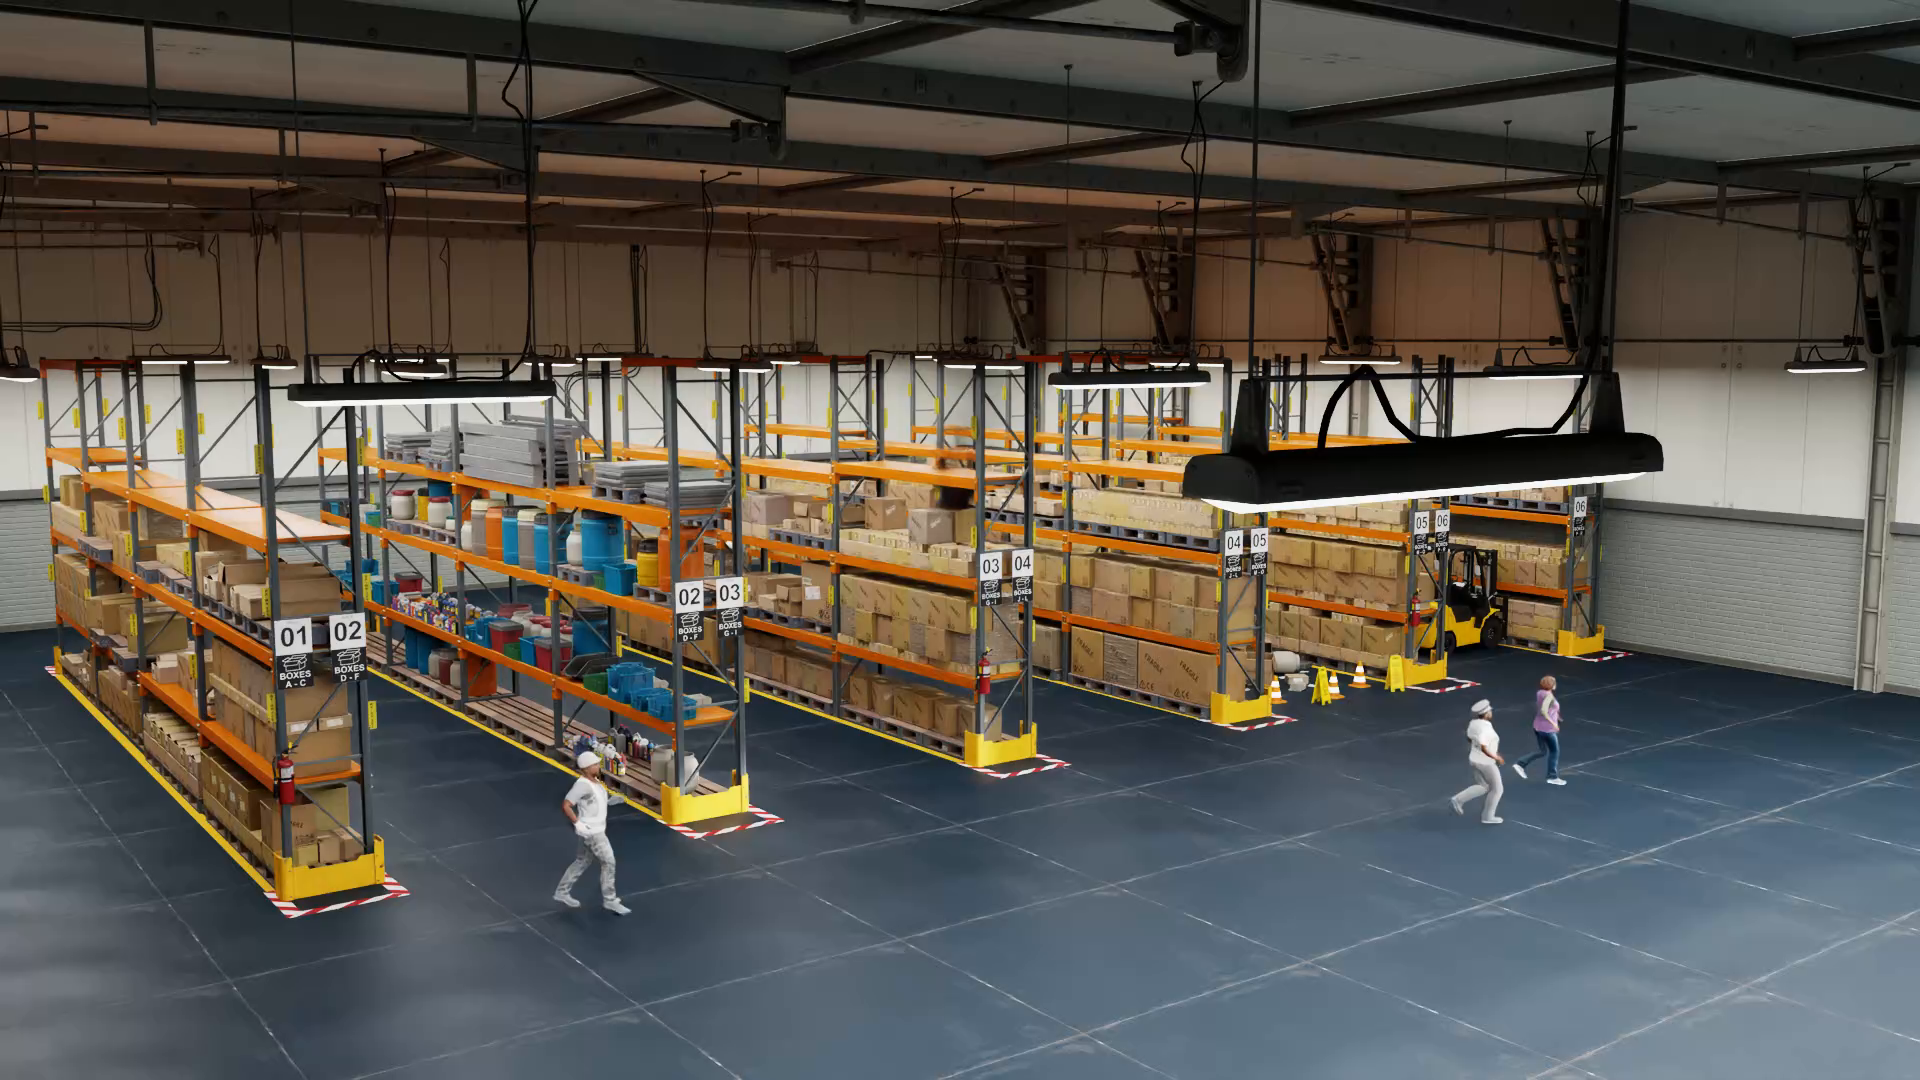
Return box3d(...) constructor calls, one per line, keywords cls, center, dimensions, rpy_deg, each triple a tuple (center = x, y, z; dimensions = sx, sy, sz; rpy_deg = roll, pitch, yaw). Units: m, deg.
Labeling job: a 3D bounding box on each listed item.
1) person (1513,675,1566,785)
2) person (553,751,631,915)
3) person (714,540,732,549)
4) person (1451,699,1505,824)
box3d(cls="person", center=(8.290, 2.708, 23.664), dimensions=(0.750, 1.586, 0.558), rpy_deg=(0, 7, -2))
box3d(cls="person", center=(-4.083, 3.235, 18.350), dimensions=(0.842, 1.831, 0.674), rpy_deg=(-1, 7, -11))
box3d(cls="person", center=(-5.868, 0.573, 40.998), dimensions=(0.736, 1.693, 0.561), rpy_deg=(3, 8, 25))
box3d(cls="person", center=(6.812, 2.903, 21.751), dimensions=(0.678, 1.654, 0.579), rpy_deg=(-1, 7, -8))
